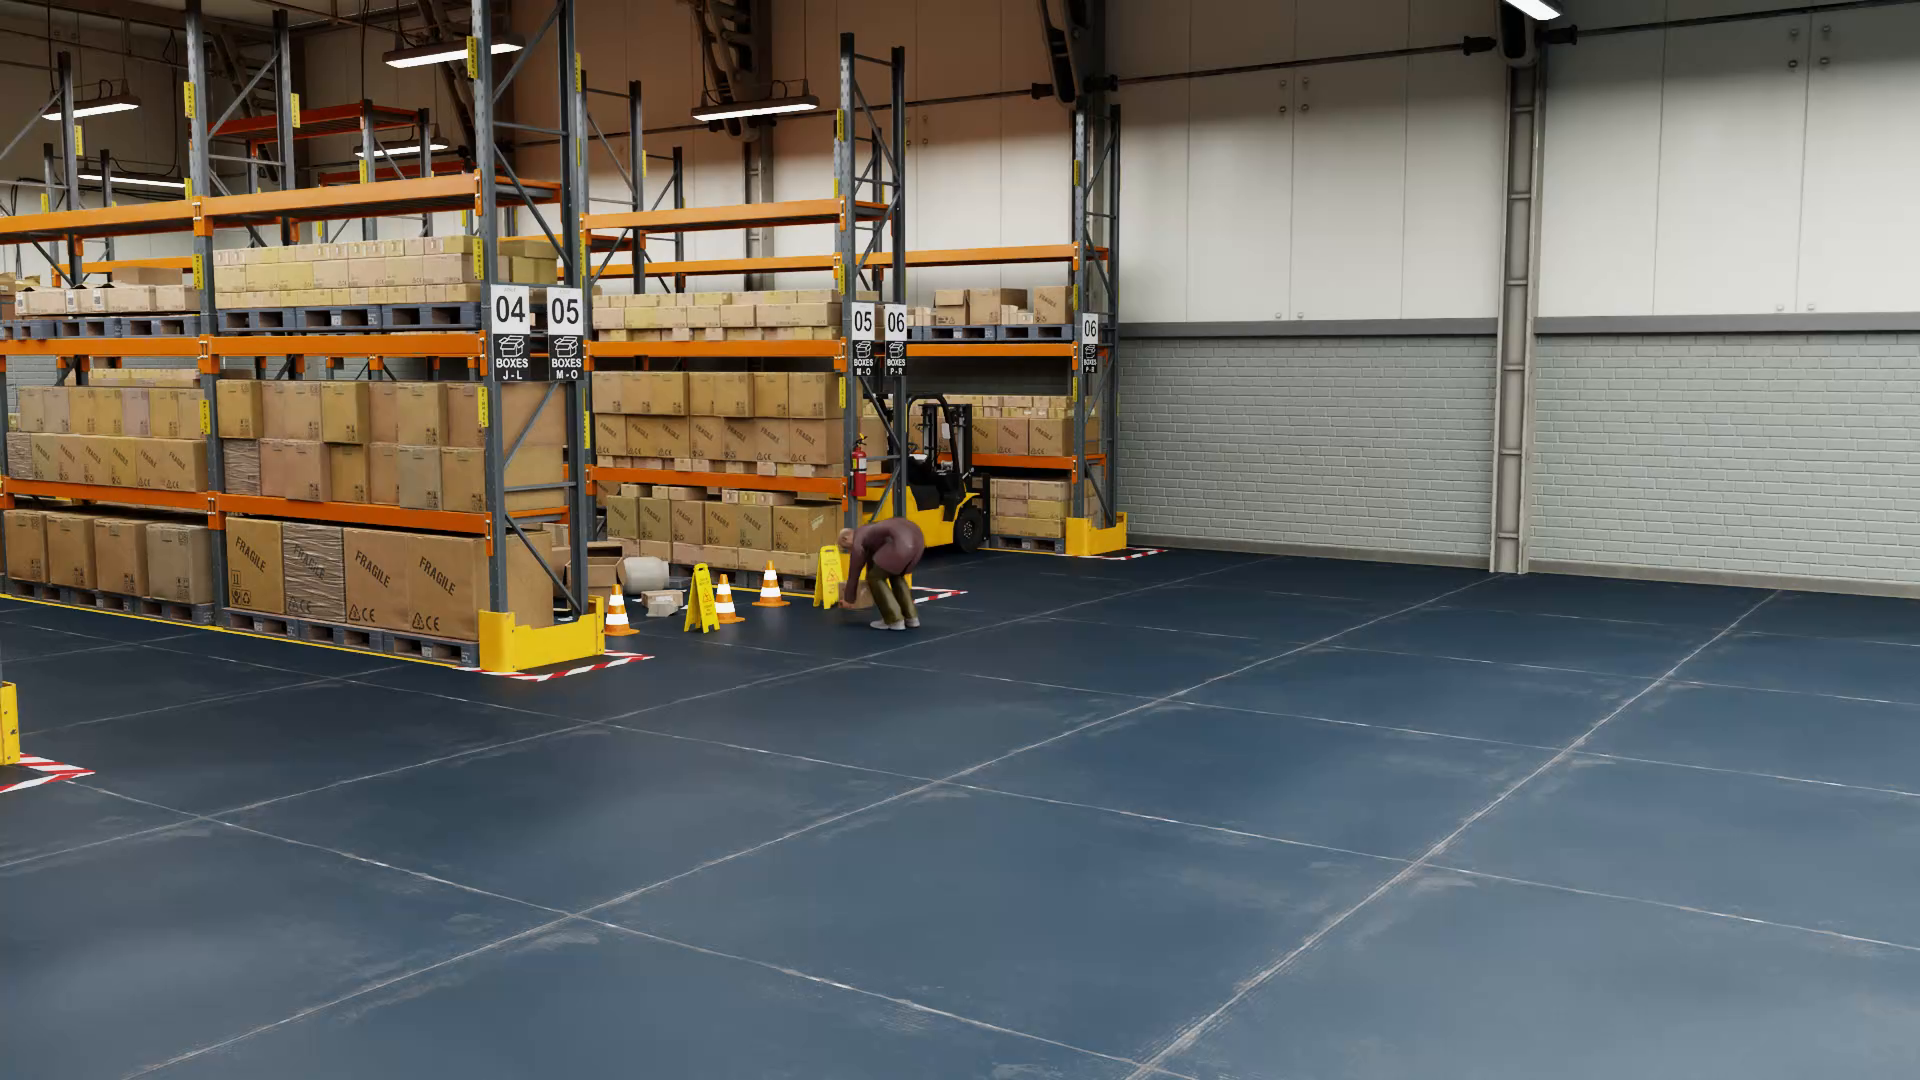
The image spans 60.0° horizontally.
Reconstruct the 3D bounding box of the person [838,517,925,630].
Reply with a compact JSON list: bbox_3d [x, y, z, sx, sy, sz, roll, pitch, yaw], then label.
[{"bbox_3d":[-0.784,0.305,16.185,0.949,1.078,0.580,4,7,31],"label":"person"}]
